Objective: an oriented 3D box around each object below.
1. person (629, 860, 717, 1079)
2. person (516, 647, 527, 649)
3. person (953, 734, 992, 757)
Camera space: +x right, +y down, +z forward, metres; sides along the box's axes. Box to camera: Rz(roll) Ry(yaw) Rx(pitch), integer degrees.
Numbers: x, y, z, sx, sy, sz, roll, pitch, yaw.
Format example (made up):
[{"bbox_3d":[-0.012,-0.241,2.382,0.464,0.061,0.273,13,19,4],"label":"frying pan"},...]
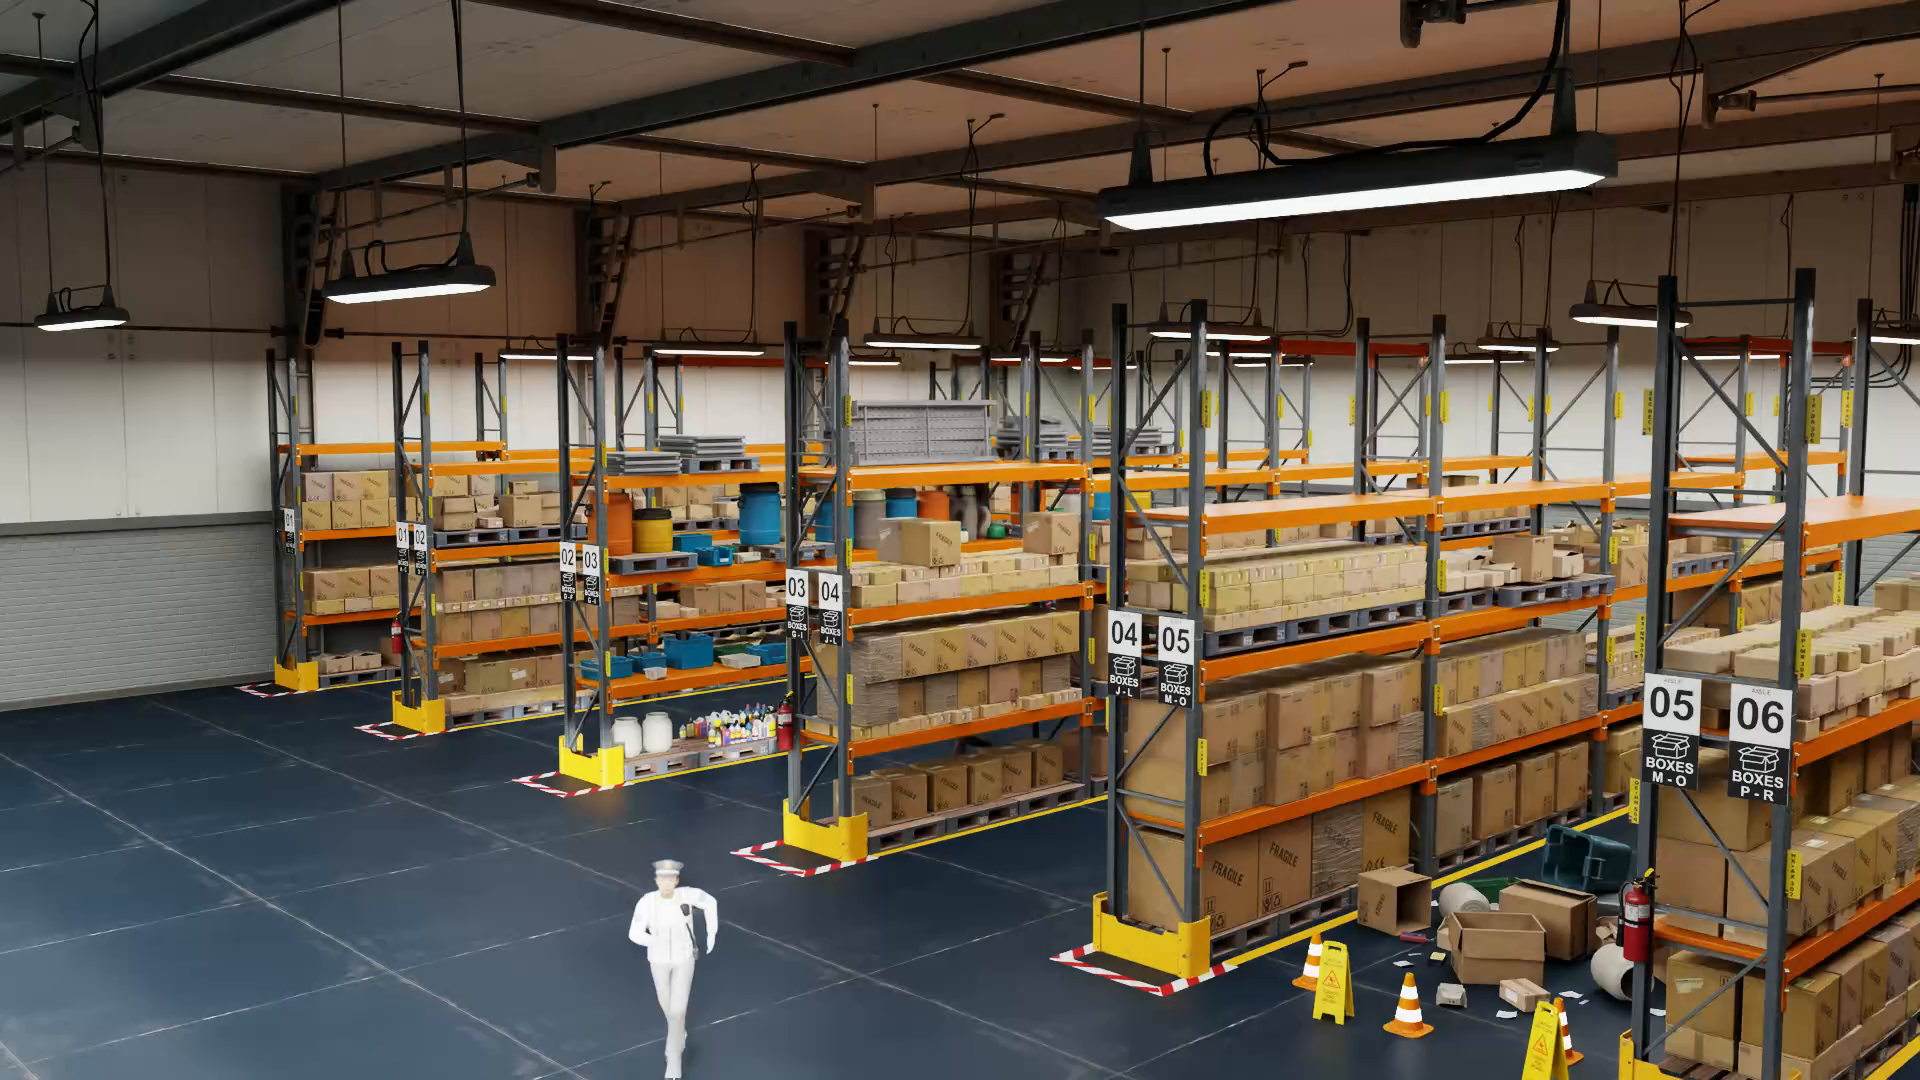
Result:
[{"bbox_3d":[-2.184,3.196,12.699,0.638,1.640,0.814,0,5,-4],"label":"person"},{"bbox_3d":[-7.604,1.779,29.254,0.659,1.764,0.986,3,6,35],"label":"person"},{"bbox_3d":[0.126,2.351,22.760,0.682,1.716,0.957,5,7,43],"label":"person"}]
